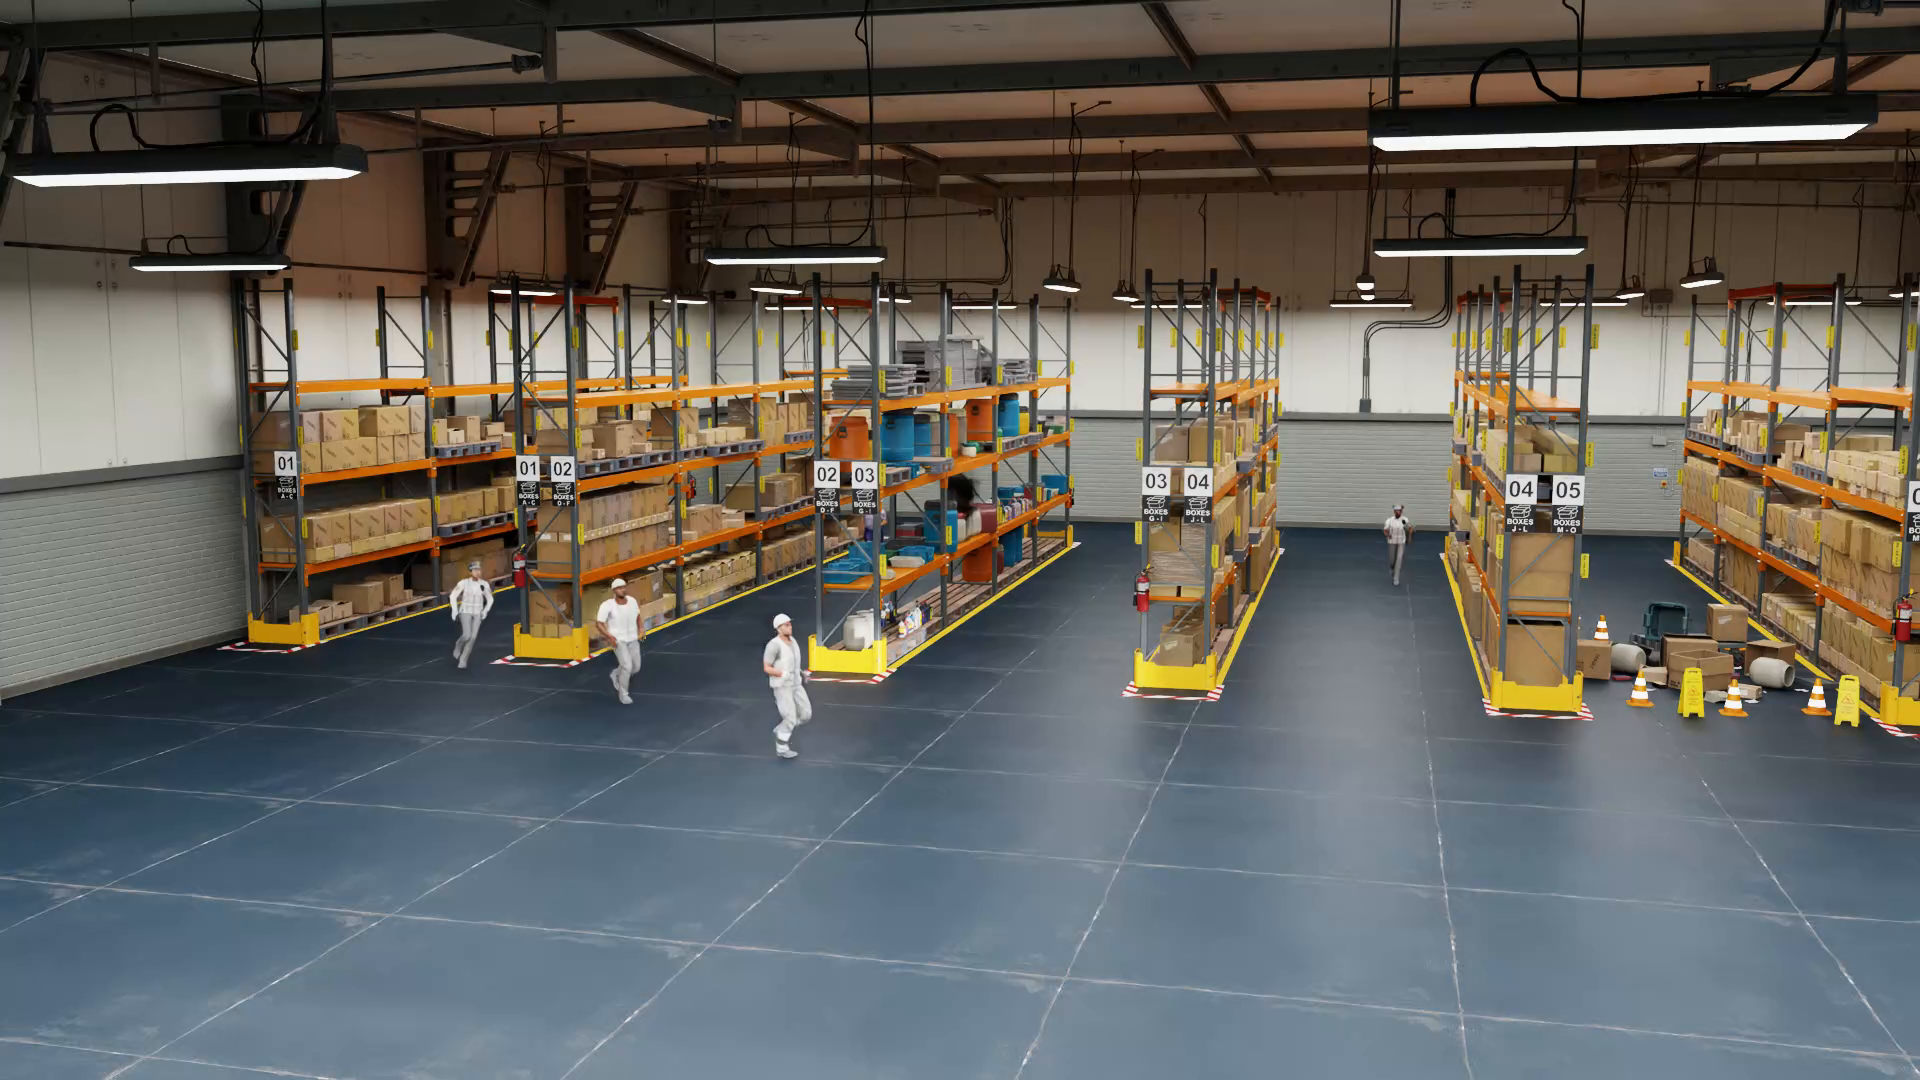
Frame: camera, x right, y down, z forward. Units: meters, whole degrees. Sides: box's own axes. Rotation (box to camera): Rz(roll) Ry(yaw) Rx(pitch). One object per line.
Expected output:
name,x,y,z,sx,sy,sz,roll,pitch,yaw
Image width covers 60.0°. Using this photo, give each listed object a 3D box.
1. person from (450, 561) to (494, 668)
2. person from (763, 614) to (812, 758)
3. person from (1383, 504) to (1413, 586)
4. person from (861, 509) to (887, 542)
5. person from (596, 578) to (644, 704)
person,-7.479,1.137,25.582,0.639,1.619,0.487,-3,8,-26
person,-2.052,1.750,19.939,0.601,1.740,0.649,4,8,33
person,9.004,0.074,34.202,0.595,1.659,0.945,2,7,14
person,-1.848,-0.080,35.647,0.579,1.711,0.764,0,7,3
person,-4.720,1.386,23.131,0.693,1.732,0.561,-6,9,-43
